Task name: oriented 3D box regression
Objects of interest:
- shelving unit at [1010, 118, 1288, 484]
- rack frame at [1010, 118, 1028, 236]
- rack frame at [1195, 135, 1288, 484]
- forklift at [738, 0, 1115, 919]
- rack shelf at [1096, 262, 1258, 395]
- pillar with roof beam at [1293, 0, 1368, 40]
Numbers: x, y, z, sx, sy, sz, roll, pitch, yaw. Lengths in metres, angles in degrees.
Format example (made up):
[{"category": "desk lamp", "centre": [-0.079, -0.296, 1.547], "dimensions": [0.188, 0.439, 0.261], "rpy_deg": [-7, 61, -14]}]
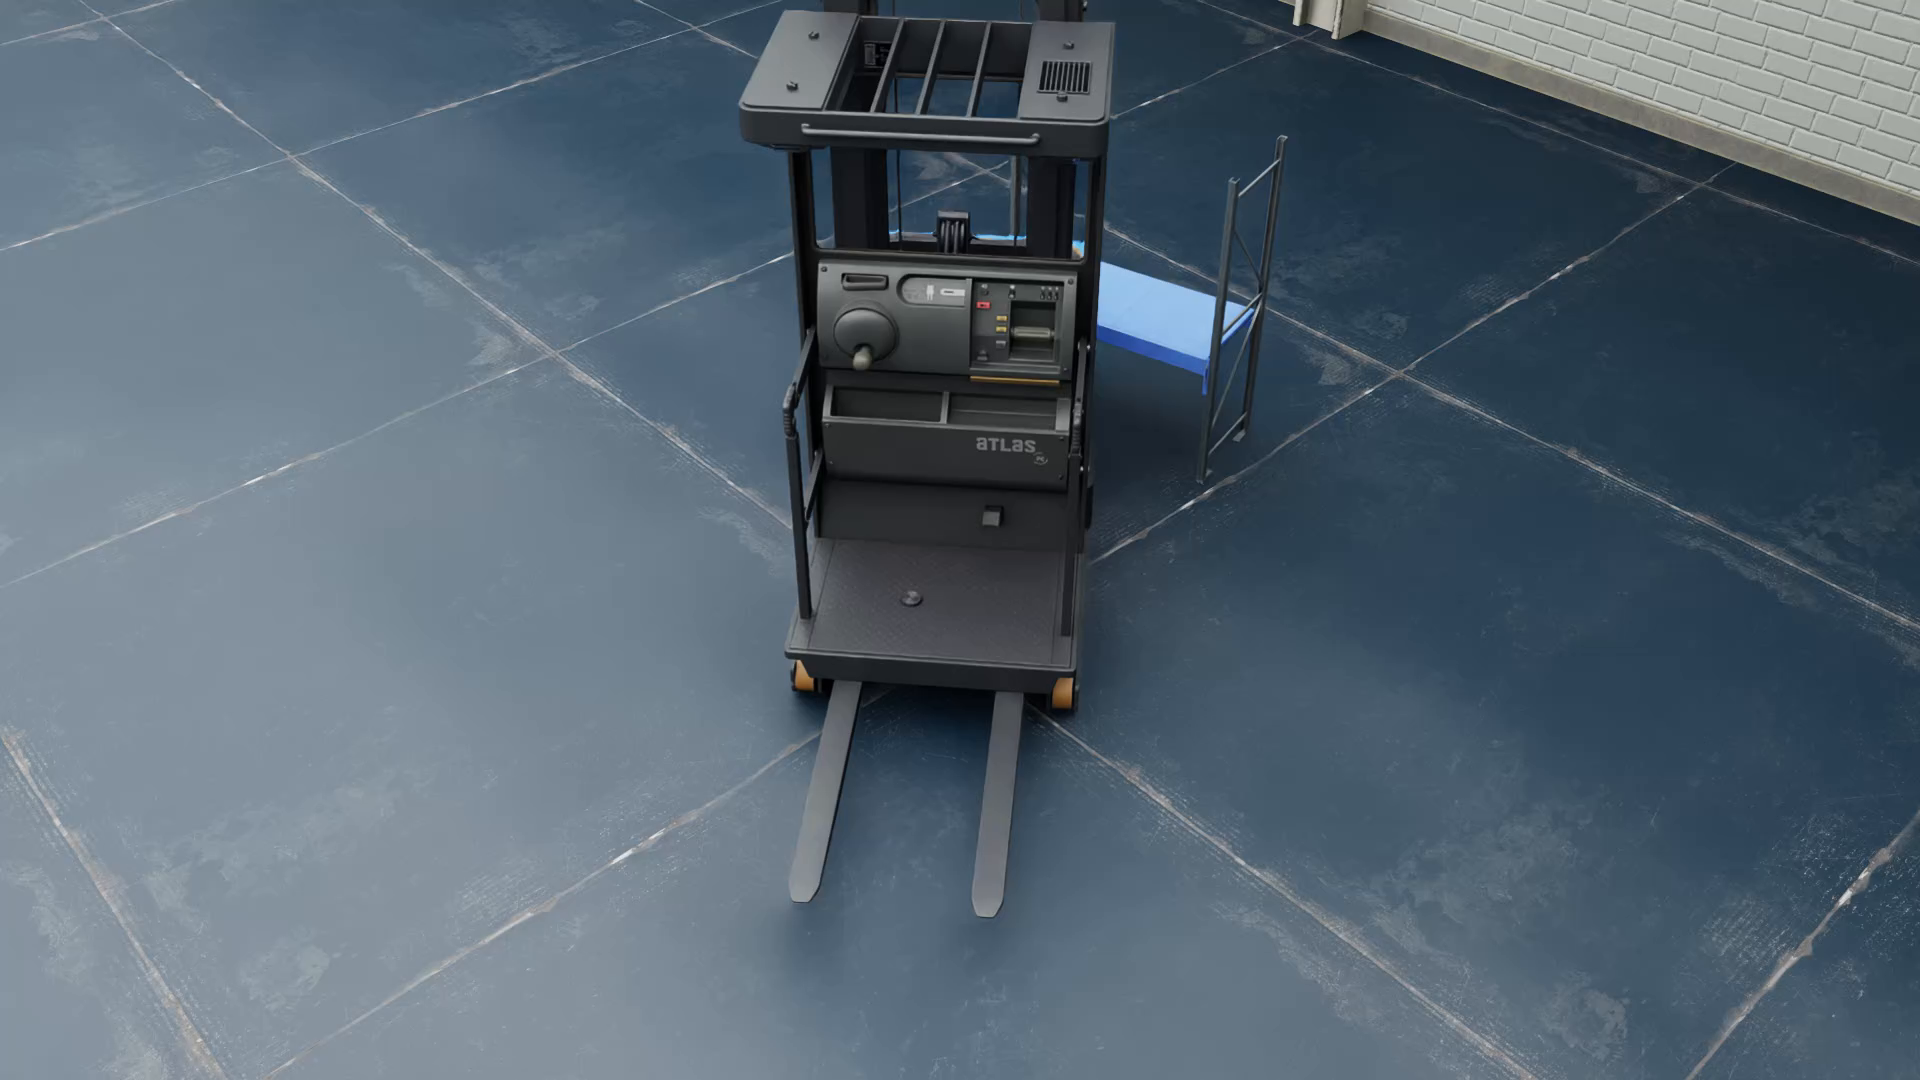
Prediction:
[{"category": "shelving unit", "centre": [0.797, -1.150, 7.480], "dimensions": [1.048, 1.500, 0.538], "rpy_deg": [22, 44, 25]}, {"category": "rack frame", "centre": [0.371, -1.325, 7.696], "dimensions": [0.032, 1.500, 0.500], "rpy_deg": [22, 44, 25]}, {"category": "rack frame", "centre": [1.222, -0.976, 7.264], "dimensions": [0.032, 1.500, 0.500], "rpy_deg": [22, 44, 25]}, {"category": "forklift", "centre": [-0.068, -0.712, 5.799], "dimensions": [1.130, 2.935, 3.031], "rpy_deg": [4, 39, 4]}, {"category": "rack shelf", "centre": [0.797, -1.010, 7.593], "dimensions": [1.000, 0.185, 0.538], "rpy_deg": [22, 44, 25]}, {"category": "pillar with roof beam", "centre": [-0.570, -5.303, 6.654], "dimensions": [9.100, 9.000, 0.400], "rpy_deg": [-30, 48, -32]}]
